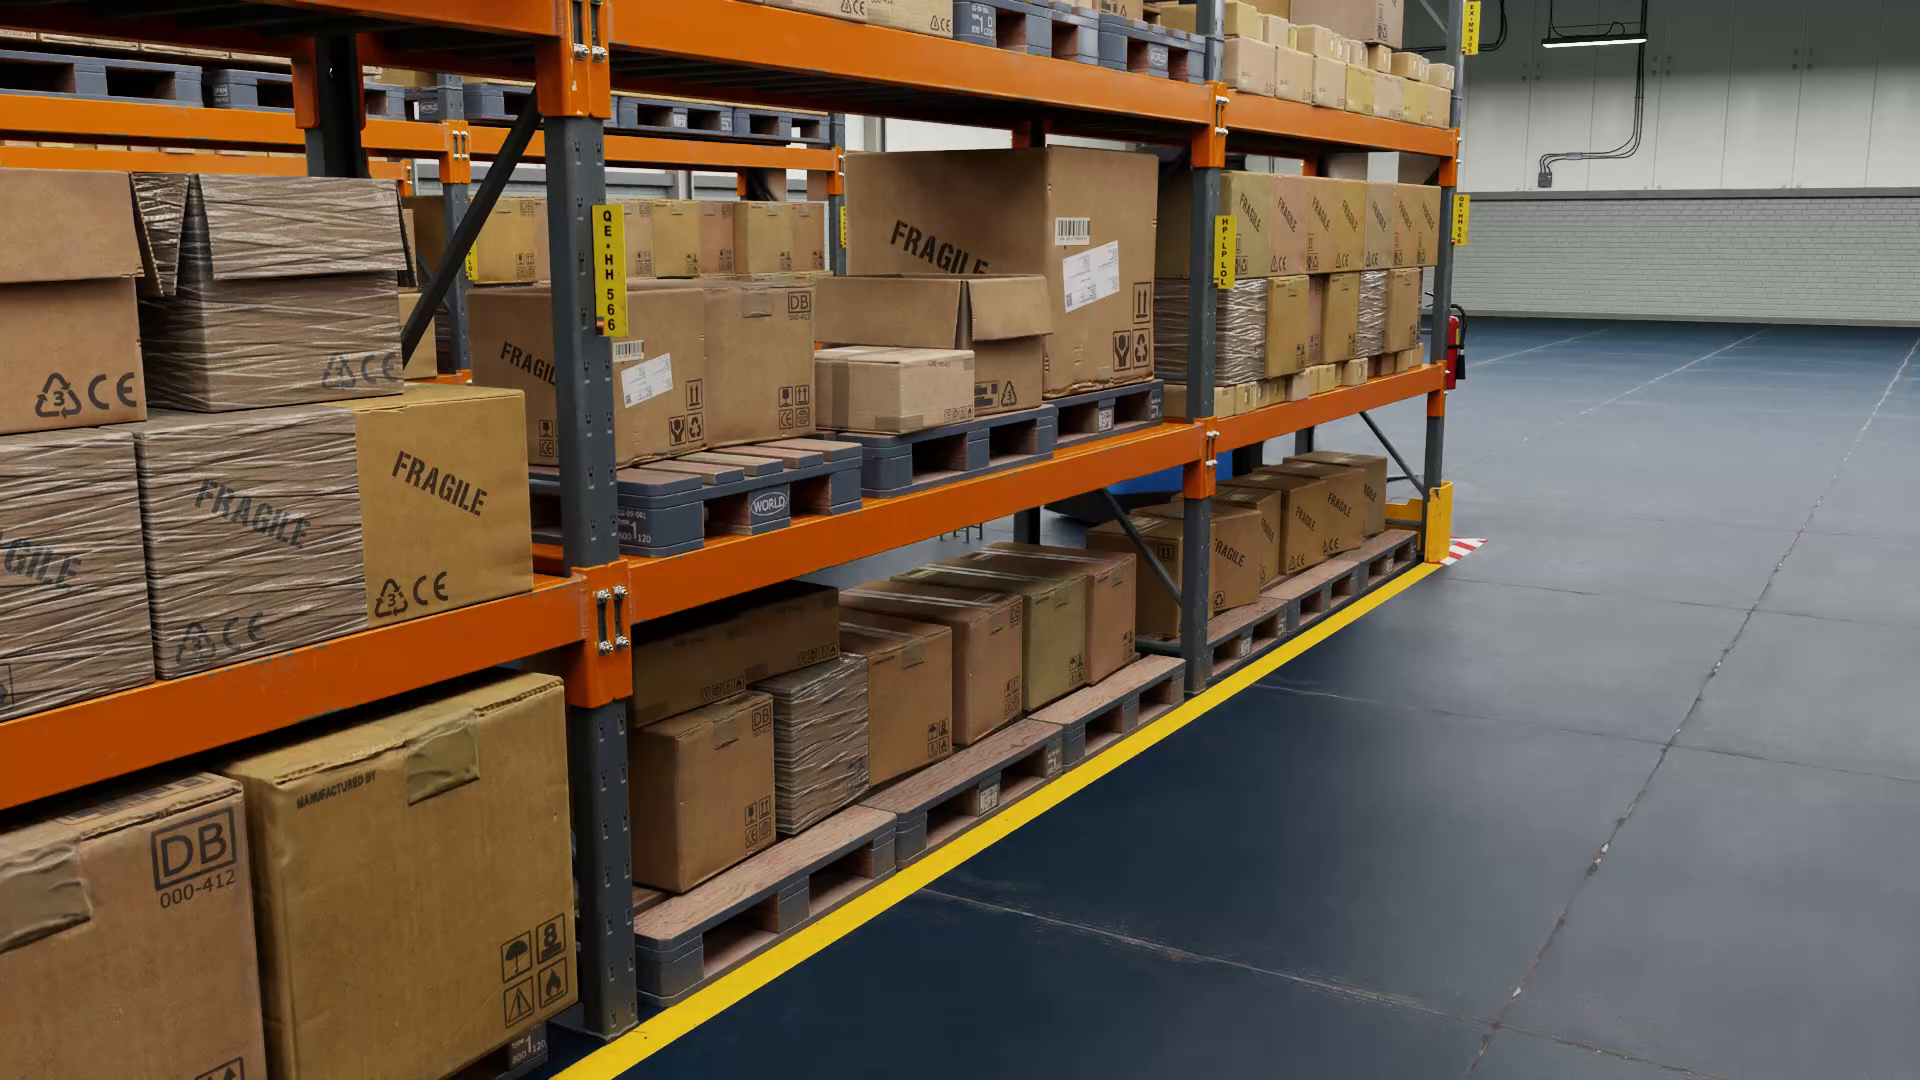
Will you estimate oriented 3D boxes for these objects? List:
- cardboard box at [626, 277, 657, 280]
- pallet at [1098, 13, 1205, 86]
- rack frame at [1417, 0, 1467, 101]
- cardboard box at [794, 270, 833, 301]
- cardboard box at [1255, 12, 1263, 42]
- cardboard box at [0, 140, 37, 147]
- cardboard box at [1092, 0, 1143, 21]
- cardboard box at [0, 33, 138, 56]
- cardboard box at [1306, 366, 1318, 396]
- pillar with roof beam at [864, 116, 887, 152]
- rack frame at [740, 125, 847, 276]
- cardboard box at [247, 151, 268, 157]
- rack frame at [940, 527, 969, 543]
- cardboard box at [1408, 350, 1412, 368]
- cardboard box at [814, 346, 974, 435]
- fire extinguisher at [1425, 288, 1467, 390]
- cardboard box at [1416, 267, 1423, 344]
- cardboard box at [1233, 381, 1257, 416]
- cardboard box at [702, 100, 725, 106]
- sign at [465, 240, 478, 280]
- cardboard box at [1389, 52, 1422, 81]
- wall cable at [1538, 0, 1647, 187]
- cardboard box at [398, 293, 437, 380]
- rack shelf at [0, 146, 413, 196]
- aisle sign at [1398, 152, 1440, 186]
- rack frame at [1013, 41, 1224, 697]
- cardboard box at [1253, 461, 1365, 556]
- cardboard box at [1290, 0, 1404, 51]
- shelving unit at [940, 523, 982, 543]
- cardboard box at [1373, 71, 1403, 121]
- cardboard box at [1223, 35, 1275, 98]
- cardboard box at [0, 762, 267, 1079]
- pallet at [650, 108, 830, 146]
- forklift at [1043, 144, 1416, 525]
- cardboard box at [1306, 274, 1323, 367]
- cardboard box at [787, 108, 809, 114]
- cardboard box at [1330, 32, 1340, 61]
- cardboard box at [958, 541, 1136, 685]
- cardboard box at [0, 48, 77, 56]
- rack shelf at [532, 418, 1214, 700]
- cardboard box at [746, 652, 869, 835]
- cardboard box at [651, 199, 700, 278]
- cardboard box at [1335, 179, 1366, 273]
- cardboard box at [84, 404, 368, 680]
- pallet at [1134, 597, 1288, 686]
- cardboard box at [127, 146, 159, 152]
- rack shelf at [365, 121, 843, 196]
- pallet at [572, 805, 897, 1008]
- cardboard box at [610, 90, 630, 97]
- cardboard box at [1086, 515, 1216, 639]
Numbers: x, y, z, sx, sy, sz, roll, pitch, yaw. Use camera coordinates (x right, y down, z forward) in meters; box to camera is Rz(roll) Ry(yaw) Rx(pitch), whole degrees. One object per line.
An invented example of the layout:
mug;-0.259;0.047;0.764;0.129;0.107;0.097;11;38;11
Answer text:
cardboard box;-2.635;-1.572;11.704;0.875;0.550;0.550;6;12;31
pallet;0.312;-2.082;7.195;1.213;0.211;1.003;6;12;31
rack frame;2.800;-4.364;10.727;1.000;3.000;0.127;6;12;31
cardboard box;-1.541;-1.916;13.546;0.875;0.550;0.550;6;12;31
cardboard box;1.235;-2.453;7.994;0.380;0.149;0.250;6;12;28
cardboard box;-7.371;-3.110;12.861;0.380;0.149;0.250;6;12;30
cardboard box;0.395;-2.454;7.250;0.797;0.503;0.637;6;12;28
cardboard box;-4.450;-2.586;8.207;0.500;0.311;0.500;6;12;30
cardboard box;1.720;-0.867;9.031;0.380;0.149;0.250;6;12;31
pillar with roof beam;1.979;-8.181;31.113;9.100;9.000;0.548;6;12;31
rack frame;-1.387;-1.905;13.895;1.000;3.000;0.127;6;12;31
cardboard box;-6.305;-3.432;14.579;0.380;0.149;0.250;6;12;29
rack frame;-0.040;-0.578;11.694;0.240;1.200;0.006;6;12;31
cardboard box;2.698;-1.188;10.747;0.380;0.149;0.250;6;12;31
cardboard box;-0.287;-0.532;5.824;0.500;0.250;0.500;6;12;29
fire extinguisher;3.253;-1.352;11.147;0.296;0.674;0.183;6;12;31
cardboard box;2.491;-1.527;10.794;0.875;0.500;0.500;6;12;31
cardboard box;1.233;-0.706;8.172;0.380;0.149;0.250;6;12;31
cardboard box;-1.930;-3.227;12.075;0.380;0.149;0.250;6;12;31
sign;-2.995;-1.756;10.166;0.100;0.325;0.005;6;12;31
cardboard box;2.529;-2.814;9.920;0.380;0.149;0.250;6;12;31
wall cable;15.295;-11.579;40.020;2.305;6.003;0.169;6;12;31
cardboard box;-3.506;-1.218;9.950;0.500;0.500;0.500;6;12;30
rack shelf;-6.708;-3.169;14.446;1.077;0.370;4.000;6;12;31
aisle sign;3.088;-2.674;10.938;0.394;0.787;0.004;6;12;31
rack frame;0.723;-0.787;7.918;1.000;3.000;0.127;6;12;31
cardboard box;2.180;-0.199;10.434;0.500;0.500;0.500;-10;14;-43
cardboard box;2.211;-3.063;9.489;0.500;0.500;0.500;6;12;31
shelving unit;0.008;-0.592;11.770;0.258;1.200;0.189;6;12;31
cardboard box;2.237;-2.558;9.635;0.500;0.250;0.500;7;13;32
cardboard box;1.176;-2.233;7.904;0.500;0.250;0.500;6;12;28
cardboard box;-2.199;0.927;3.401;1.225;0.875;0.875;6;12;31
pallet;-1.763;-3.219;12.998;1.003;0.211;1.213;6;12;31
forklift;2.189;-1.666;12.802;3.031;2.935;1.130;-6;12;-27
cardboard box;1.473;-1.210;9.102;0.875;0.500;0.500;6;12;31
cardboard box;-1.401;-3.388;12.930;0.380;0.149;0.250;7;12;31
cardboard box;1.800;-2.614;8.850;0.380;0.149;0.250;6;12;30
cardboard box;0.386;0.320;7.603;0.700;0.500;0.500;5;12;26
cardboard box;-4.877;-2.726;8.444;0.500;0.500;0.500;6;12;31
rack shelf;-0.315;-0.118;6.304;1.077;0.370;4.000;6;12;31
cardboard box;-0.746;0.659;5.793;0.700;0.500;0.500;5;12;26
cardboard box;-2.390;-2.189;12.068;0.875;0.550;0.500;6;12;31
cardboard box;1.943;-1.757;9.304;0.500;0.500;0.500;6;12;31
cardboard box;-1.662;-0.027;3.592;0.500;0.500;0.500;6;12;30
pallet;1.042;0.475;8.757;1.003;0.211;1.213;6;12;31
cardboard box;-6.845;-3.272;13.724;0.380;0.149;0.250;6;12;29
rack shelf;-2.425;-2.712;12.005;1.077;0.370;4.000;6;12;31
pallet;-0.947;1.090;5.470;1.003;0.211;1.213;6;12;31
cardboard box;-2.457;-3.068;11.222;0.380;0.149;0.250;6;12;30
cardboard box;0.965;0.177;8.425;0.500;0.500;0.500;6;12;29
